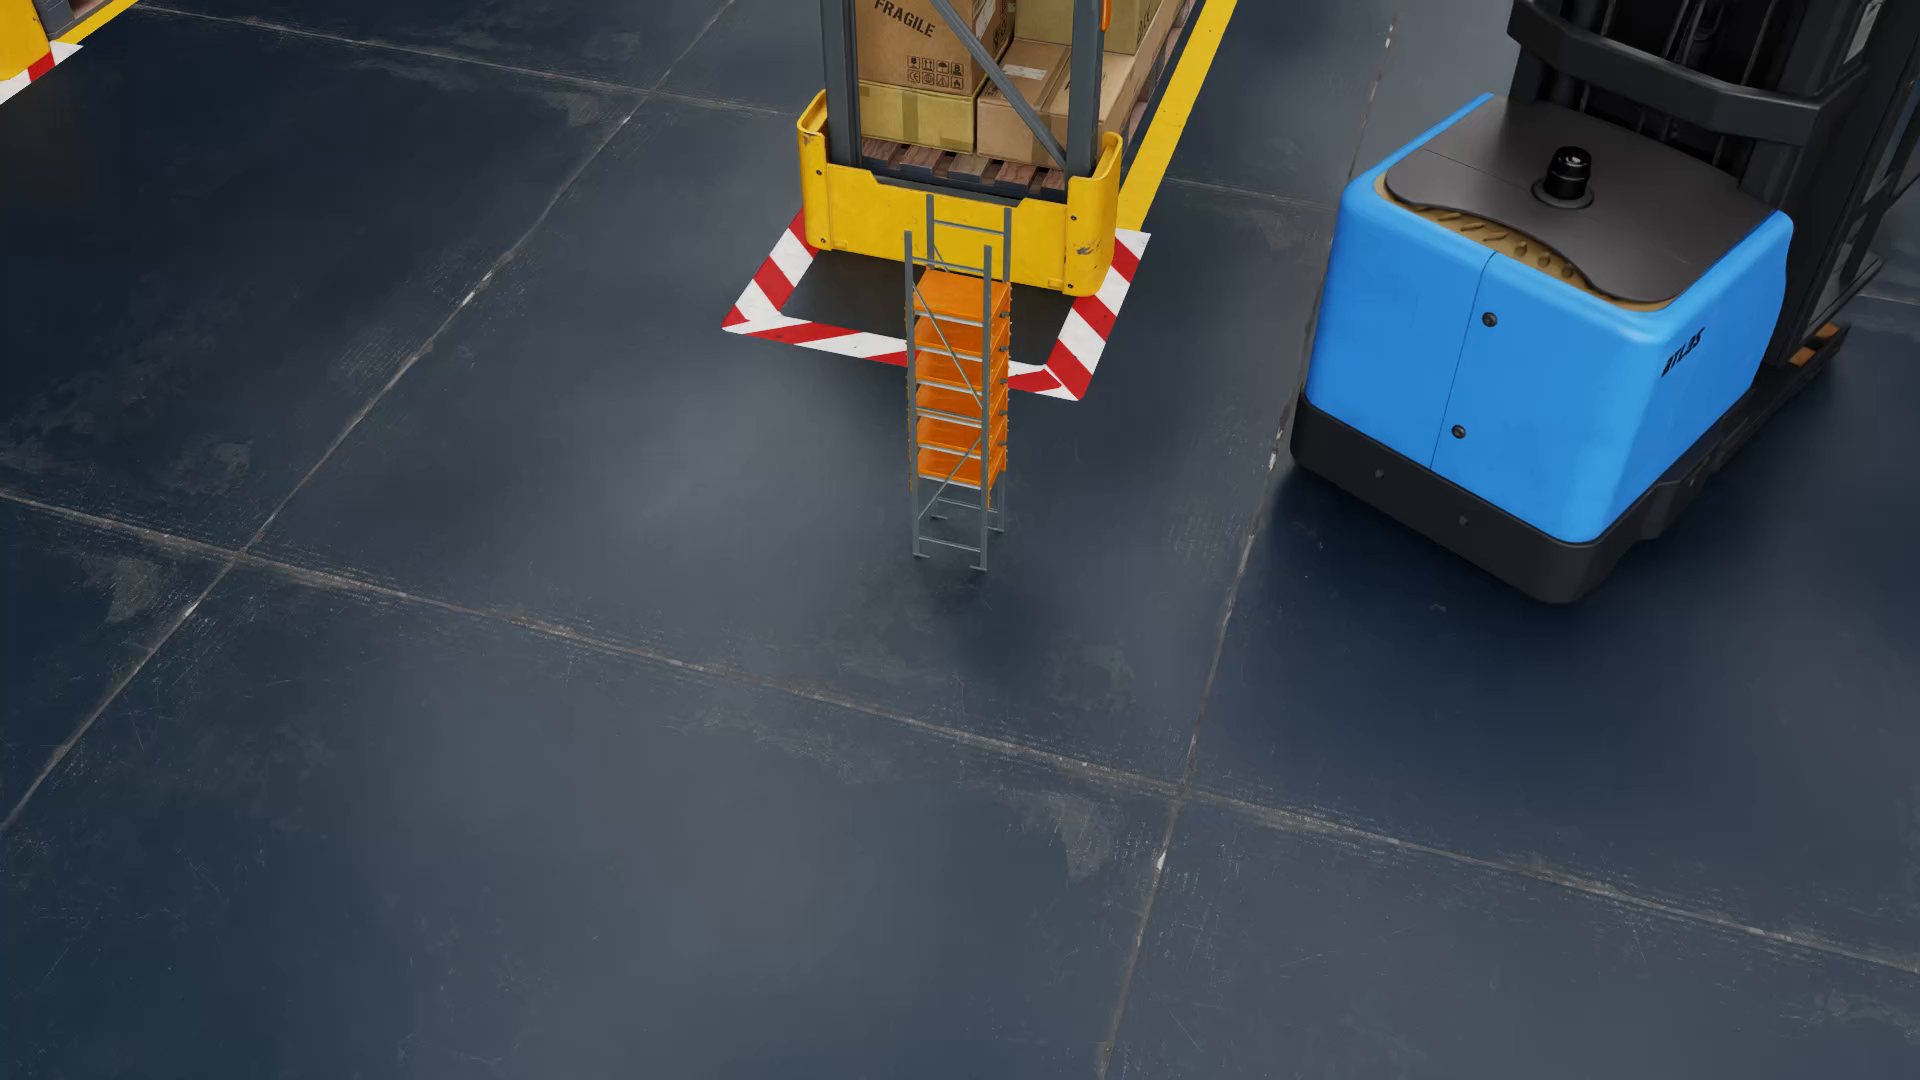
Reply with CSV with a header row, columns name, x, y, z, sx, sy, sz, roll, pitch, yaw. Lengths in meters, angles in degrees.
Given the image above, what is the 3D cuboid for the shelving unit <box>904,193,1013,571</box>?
name,x,y,z,sx,sy,sz,roll,pitch,yaw
shelving unit,-0.004,-0.419,4.820,0.258,1.200,0.189,13,46,13

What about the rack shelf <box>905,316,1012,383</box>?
name,x,y,z,sx,sy,sz,roll,pitch,yaw
rack shelf,-0.004,-0.559,4.684,0.258,0.103,0.180,13,46,12

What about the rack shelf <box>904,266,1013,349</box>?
name,x,y,z,sx,sy,sz,roll,pitch,yaw
rack shelf,-0.004,-0.645,4.600,0.258,0.103,0.180,13,46,12

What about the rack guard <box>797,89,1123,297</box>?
name,x,y,z,sx,sy,sz,roll,pitch,yaw
rack guard,-0.005,-1.308,6.229,1.175,0.500,0.348,13,46,13

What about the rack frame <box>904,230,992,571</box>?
name,x,y,z,sx,sy,sz,roll,pitch,yaw
rack frame,-0.032,-0.358,4.758,0.240,1.200,0.006,13,46,13

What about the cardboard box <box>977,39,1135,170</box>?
name,x,y,z,sx,sy,sz,roll,pitch,yaw
cardboard box,0.377,-1.695,6.503,0.500,0.250,0.500,13,46,13

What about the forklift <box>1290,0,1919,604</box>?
name,x,y,z,sx,sy,sz,roll,pitch,yaw
forklift,2.471,-1.787,4.980,1.130,2.935,3.031,34,54,30

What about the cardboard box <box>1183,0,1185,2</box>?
name,x,y,z,sx,sy,sz,roll,pitch,yaw
cardboard box,0.833,-2.695,7.525,0.500,0.250,0.500,13,46,13

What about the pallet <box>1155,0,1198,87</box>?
name,x,y,z,sx,sy,sz,roll,pitch,yaw
pallet,0.565,-2.550,7.705,1.003,0.211,1.213,13,46,13

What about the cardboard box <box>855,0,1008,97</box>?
name,x,y,z,sx,sy,sz,roll,pitch,yaw
cardboard box,-0.119,-2.073,6.354,0.500,0.500,0.500,13,46,13

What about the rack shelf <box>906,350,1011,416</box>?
name,x,y,z,sx,sy,sz,roll,pitch,yaw
rack shelf,-0.004,-0.473,4.768,0.258,0.103,0.180,13,46,12

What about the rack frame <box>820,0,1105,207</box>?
name,x,y,z,sx,sy,sz,roll,pitch,yaw
rack frame,0.002,-2.217,5.371,1.000,3.000,0.127,13,46,13

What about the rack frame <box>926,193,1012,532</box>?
name,x,y,z,sx,sy,sz,roll,pitch,yaw
rack frame,0.023,-0.480,4.883,0.240,1.200,0.006,13,46,13

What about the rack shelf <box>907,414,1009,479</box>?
name,x,y,z,sx,sy,sz,roll,pitch,yaw
rack shelf,-0.004,-0.302,4.936,0.258,0.103,0.180,13,46,12

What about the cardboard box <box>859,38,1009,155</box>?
name,x,y,z,sx,sy,sz,roll,pitch,yaw
cardboard box,-0.117,-1.805,6.615,0.500,0.250,0.500,13,46,13

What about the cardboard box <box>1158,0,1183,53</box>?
name,x,y,z,sx,sy,sz,roll,pitch,yaw
cardboard box,0.676,-2.362,7.185,0.500,0.250,0.500,13,46,13

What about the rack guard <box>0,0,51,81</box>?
name,x,y,z,sx,sy,sz,roll,pitch,yaw
rack guard,-4.697,-2.421,7.367,1.175,0.500,0.348,13,46,13

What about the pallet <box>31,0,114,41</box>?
name,x,y,z,sx,sy,sz,roll,pitch,yaw
pallet,-4.417,-2.852,8.014,1.003,0.211,1.213,13,46,13

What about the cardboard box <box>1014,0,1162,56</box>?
name,x,y,z,sx,sy,sz,roll,pitch,yaw
cardboard box,0.526,-2.297,6.582,0.500,0.500,0.500,13,46,13

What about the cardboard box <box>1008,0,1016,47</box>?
name,x,y,z,sx,sy,sz,roll,pitch,yaw
cardboard box,0.023,-2.141,6.959,0.500,0.250,0.500,13,46,13

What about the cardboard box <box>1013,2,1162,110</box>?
name,x,y,z,sx,sy,sz,roll,pitch,yaw
cardboard box,0.525,-2.029,6.845,0.500,0.250,0.500,13,46,13

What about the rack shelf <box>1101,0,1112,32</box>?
name,x,y,z,sx,sy,sz,roll,pitch,yaw
rack shelf,0.608,-3.293,6.985,1.077,0.370,4.000,13,46,13

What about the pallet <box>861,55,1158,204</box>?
name,x,y,z,sx,sy,sz,roll,pitch,yaw
pallet,0.194,-1.739,6.877,1.003,0.211,1.213,13,46,13

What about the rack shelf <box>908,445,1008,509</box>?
name,x,y,z,sx,sy,sz,roll,pitch,yaw
rack shelf,-0.004,-0.216,5.019,0.258,0.103,0.180,13,46,12

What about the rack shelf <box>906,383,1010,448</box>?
name,x,y,z,sx,sy,sz,roll,pitch,yaw
rack shelf,-0.004,-0.387,4.852,0.258,0.103,0.180,13,46,12
